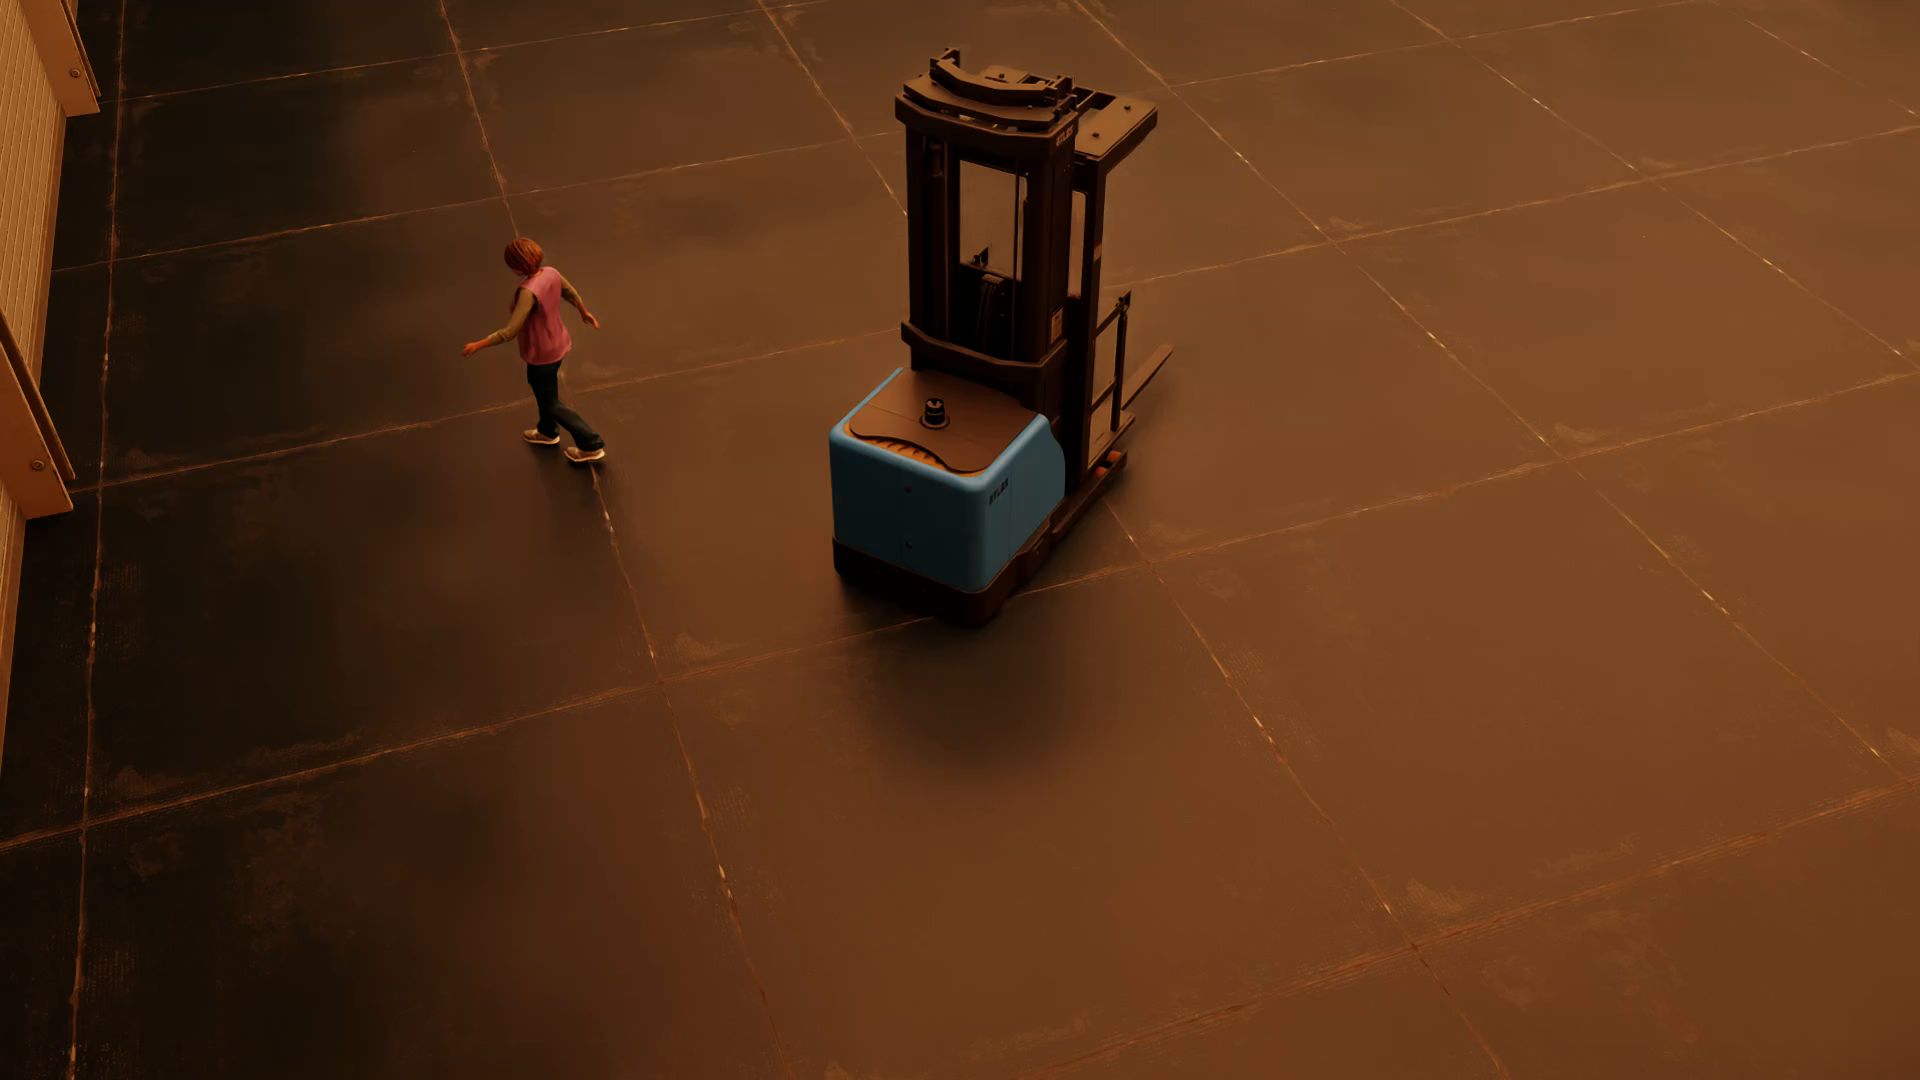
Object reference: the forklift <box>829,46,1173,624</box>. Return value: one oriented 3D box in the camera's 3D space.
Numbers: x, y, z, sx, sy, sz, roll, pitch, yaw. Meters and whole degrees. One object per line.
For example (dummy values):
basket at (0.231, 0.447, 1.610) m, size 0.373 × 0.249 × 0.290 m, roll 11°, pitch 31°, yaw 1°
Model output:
forklift at (0.423, -1.565, 9.861) m, size 1.130 × 2.935 × 3.031 m, roll 21°, pitch 44°, yaw 23°

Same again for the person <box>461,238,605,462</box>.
person at (-2.626, -1.206, 10.500) m, size 0.703 × 1.579 × 0.812 m, roll 9°, pitch 41°, yaw 11°
